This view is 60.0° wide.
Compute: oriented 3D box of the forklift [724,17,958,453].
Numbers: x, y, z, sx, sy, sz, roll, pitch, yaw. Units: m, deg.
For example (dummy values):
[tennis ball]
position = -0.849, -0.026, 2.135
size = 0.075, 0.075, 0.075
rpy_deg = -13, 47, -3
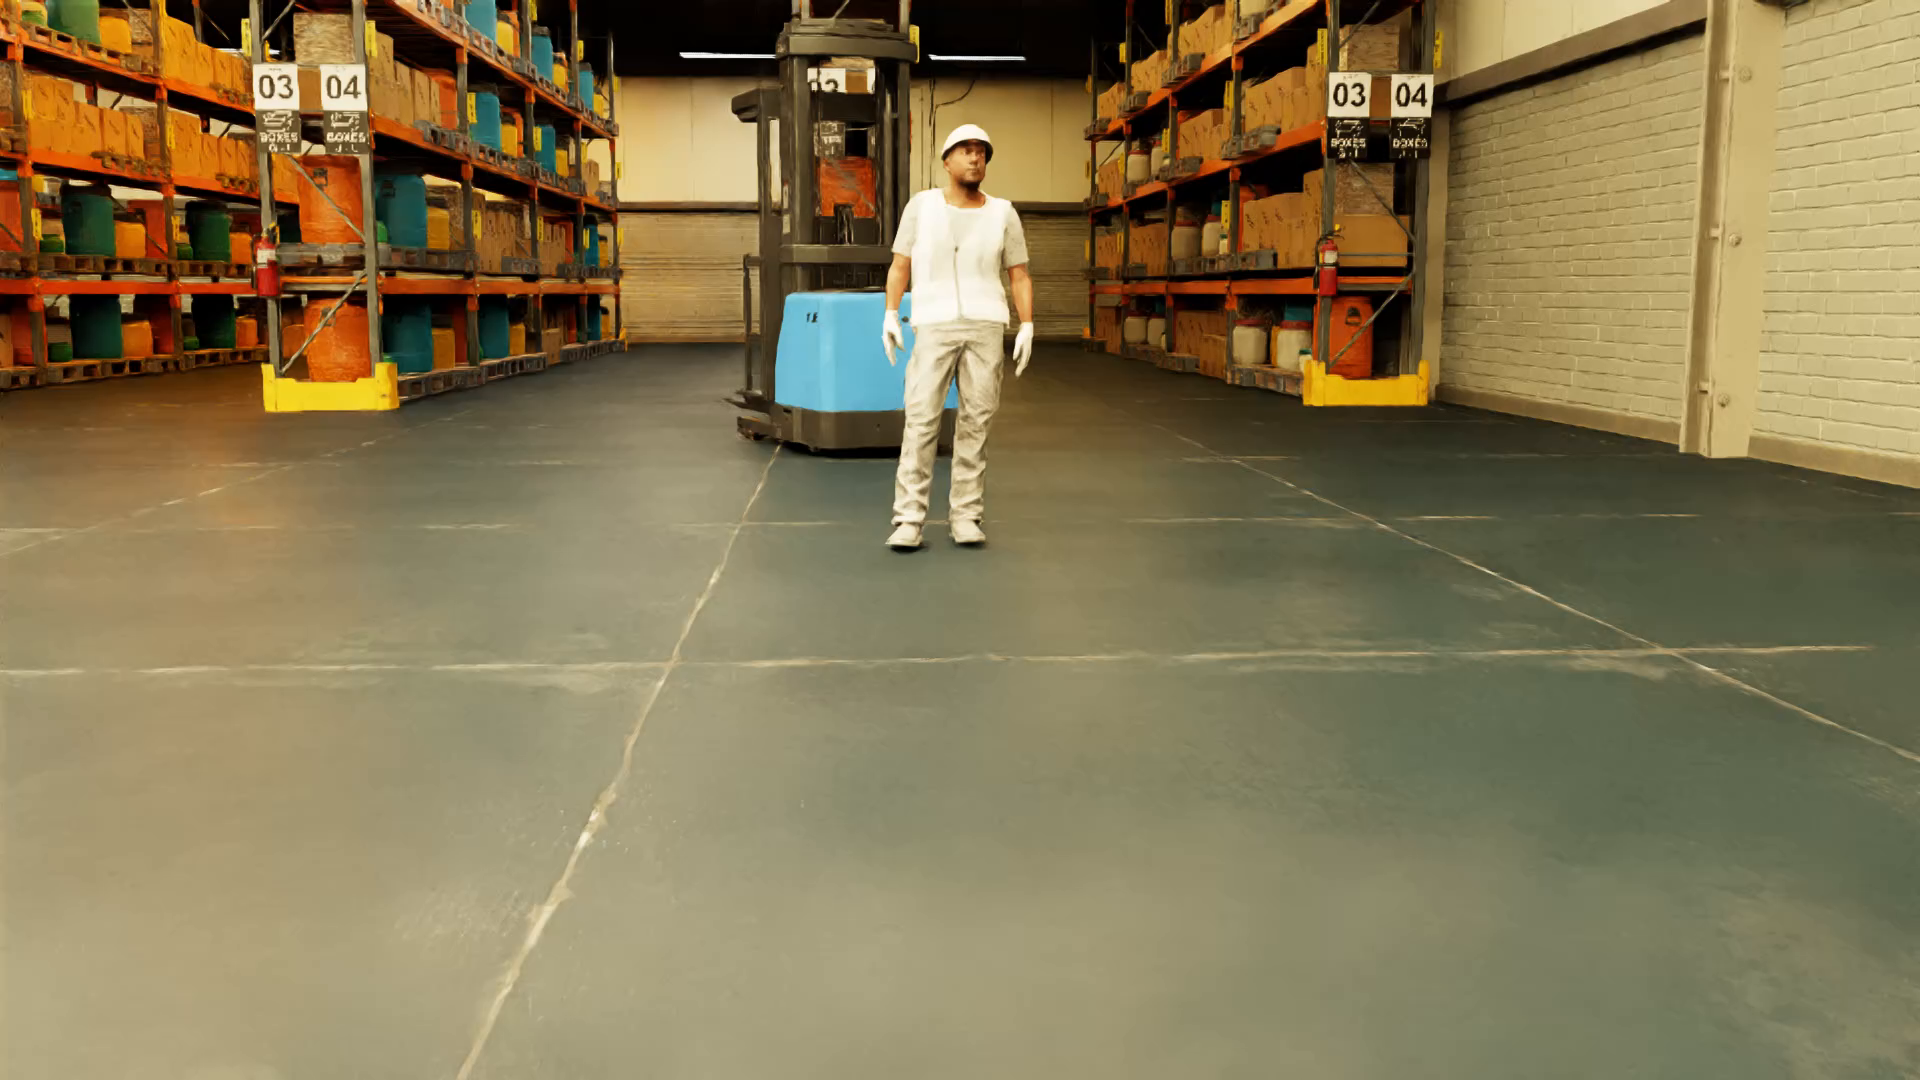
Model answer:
[forklift]
position = -1.013, -2.206, 12.189
size = 1.130, 2.935, 3.031
rpy_deg = -4, 9, -23

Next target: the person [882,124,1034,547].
[person]
position = -0.004, -0.878, 7.106
size = 0.655, 1.782, 0.576
rpy_deg = -1, 8, -4
